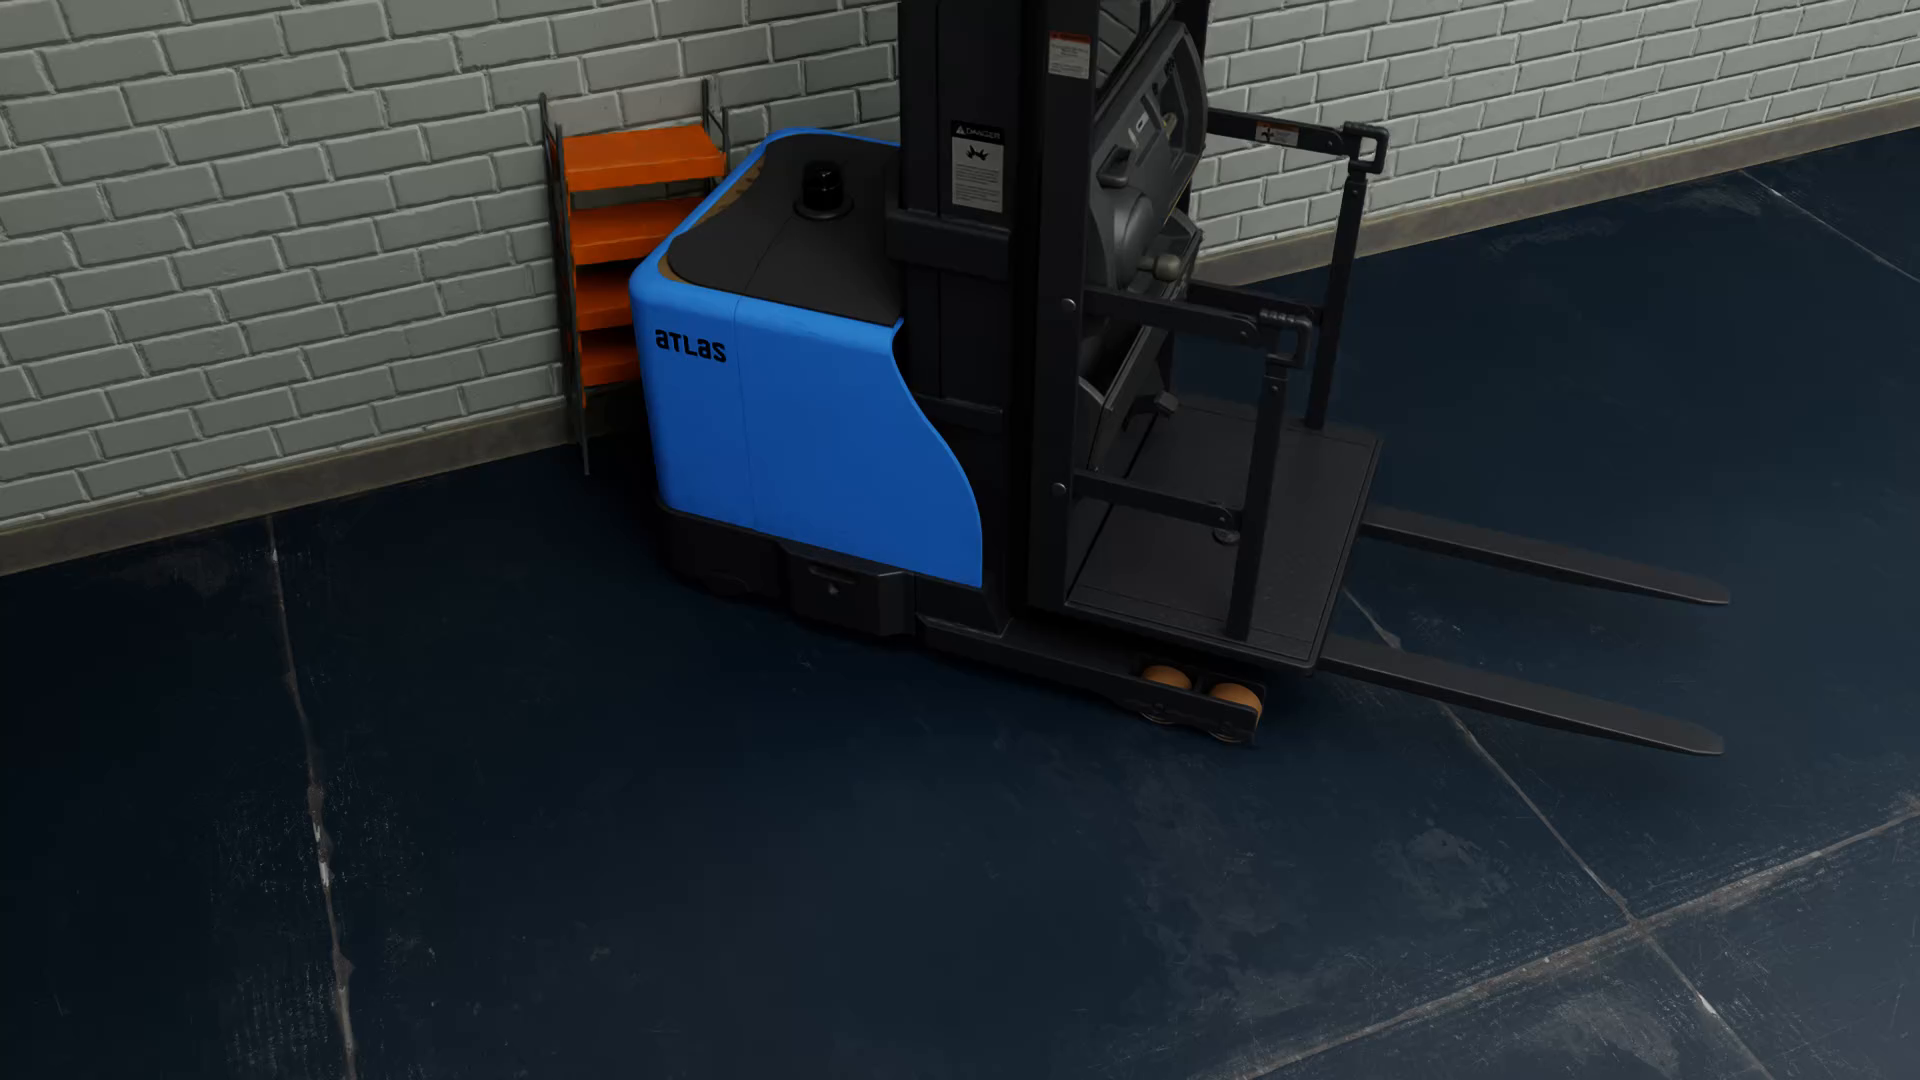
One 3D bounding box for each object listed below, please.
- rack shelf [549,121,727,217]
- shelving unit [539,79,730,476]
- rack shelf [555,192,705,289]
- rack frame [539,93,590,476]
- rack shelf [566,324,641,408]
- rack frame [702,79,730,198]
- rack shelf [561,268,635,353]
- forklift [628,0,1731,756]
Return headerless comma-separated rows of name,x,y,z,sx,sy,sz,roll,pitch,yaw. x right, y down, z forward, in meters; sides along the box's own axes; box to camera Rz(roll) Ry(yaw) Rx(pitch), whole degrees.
rack shelf,-0.968,-1.118,4.990,0.480,0.148,0.258,-11,39,-20
shelving unit,-0.994,-0.803,5.224,0.503,1.200,0.258,-11,39,-20
rack shelf,-0.983,-0.928,5.131,0.480,0.148,0.258,-11,39,-20
rack frame,-1.218,-0.759,5.139,0.015,1.200,0.240,-11,39,-20
rack shelf,-1.011,-0.590,5.382,0.480,0.148,0.258,-11,39,-20
rack frame,-0.769,-0.847,5.309,0.015,1.200,0.240,-11,39,-20
rack shelf,-0.998,-0.749,5.264,0.480,0.148,0.258,-11,39,-20
forklift,0.663,-0.946,4.102,3.031,2.935,1.130,14,43,16
